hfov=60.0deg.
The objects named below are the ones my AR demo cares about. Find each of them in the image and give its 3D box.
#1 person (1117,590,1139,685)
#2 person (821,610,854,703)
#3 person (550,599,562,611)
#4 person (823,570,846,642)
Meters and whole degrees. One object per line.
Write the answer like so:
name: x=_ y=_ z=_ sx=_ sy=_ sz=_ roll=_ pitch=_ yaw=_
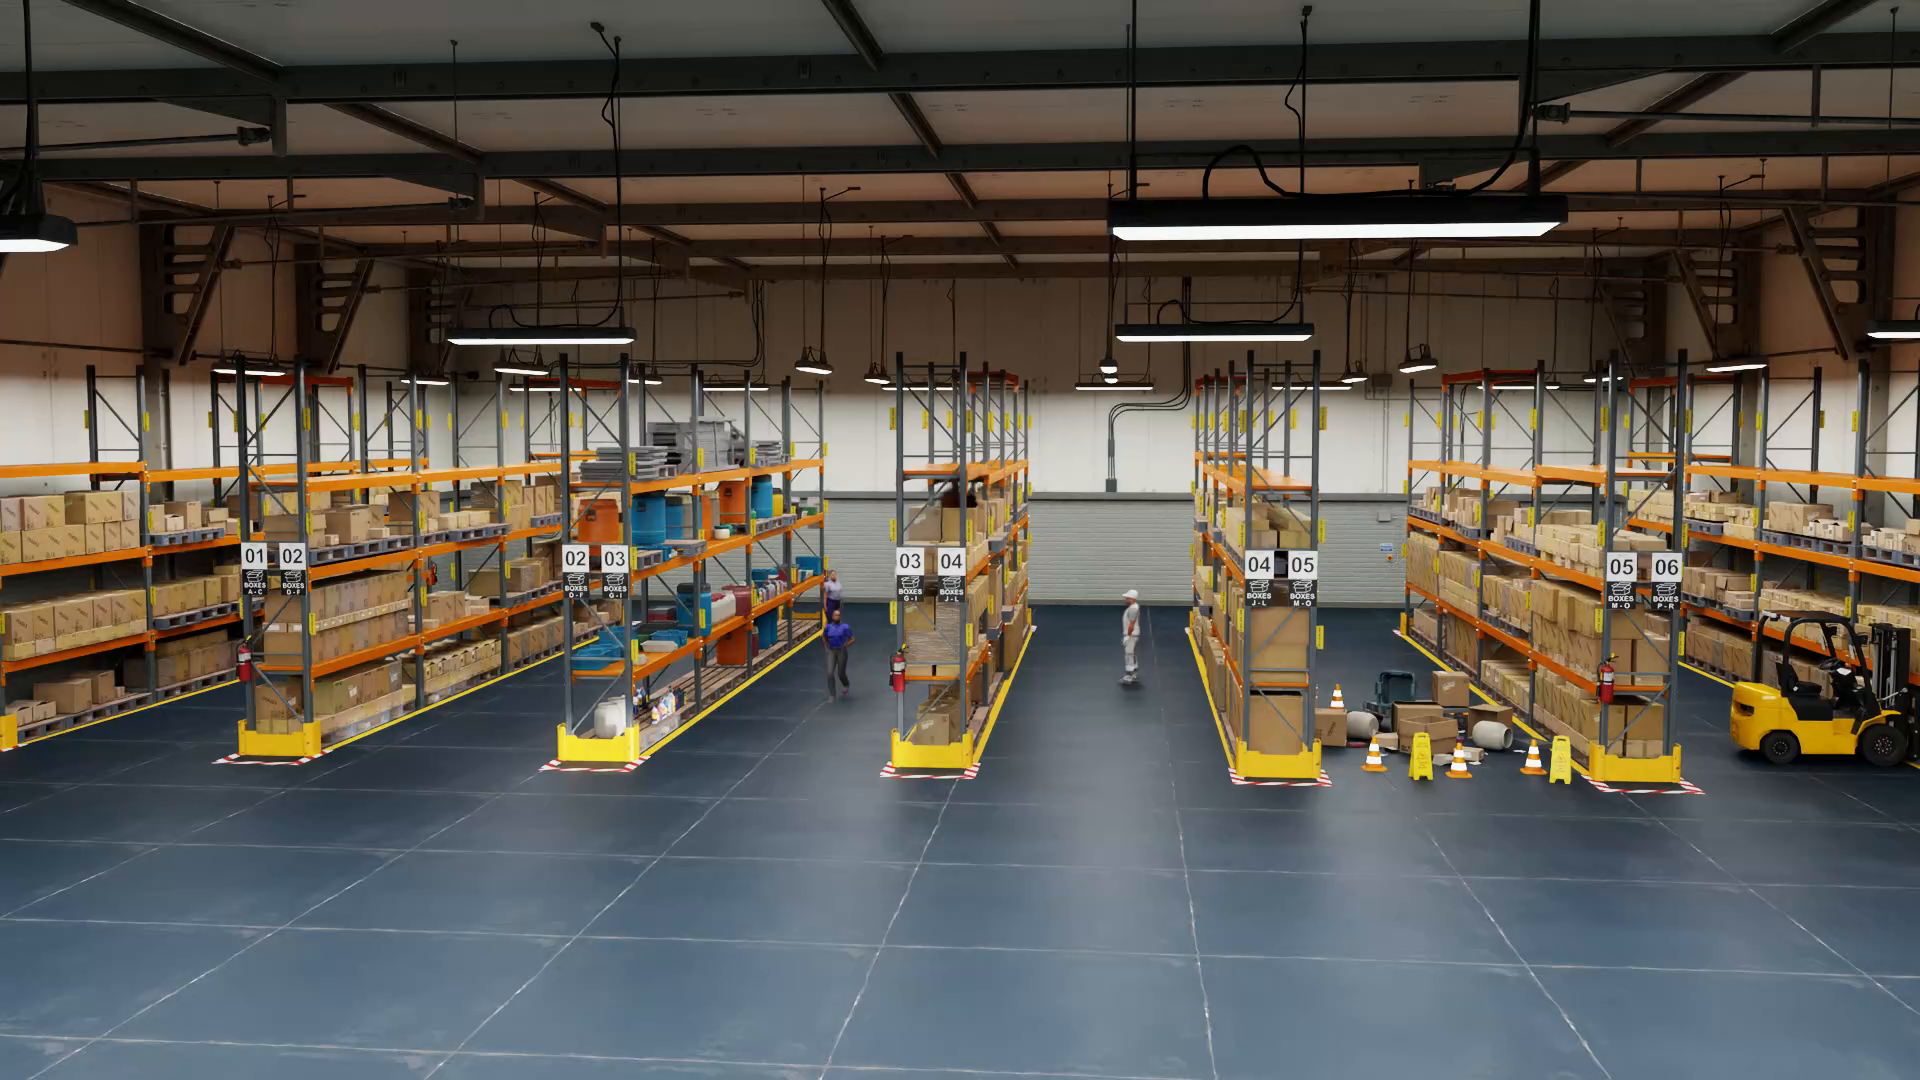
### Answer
person: x=3.219 y=1.846 z=31.765 sx=0.419 sy=1.801 sz=0.587 roll=0 pitch=4 yaw=5
person: x=-2.204 y=2.100 z=29.911 sx=0.611 sy=1.659 sz=0.699 roll=1 pitch=4 yaw=14
person: x=-10.545 y=1.078 z=43.402 sx=0.575 sy=1.657 sz=0.732 roll=1 pitch=4 yaw=11
person: x=-2.855 y=1.508 z=37.826 sx=0.561 sy=1.650 sz=0.518 roll=3 pitch=5 yaw=36
